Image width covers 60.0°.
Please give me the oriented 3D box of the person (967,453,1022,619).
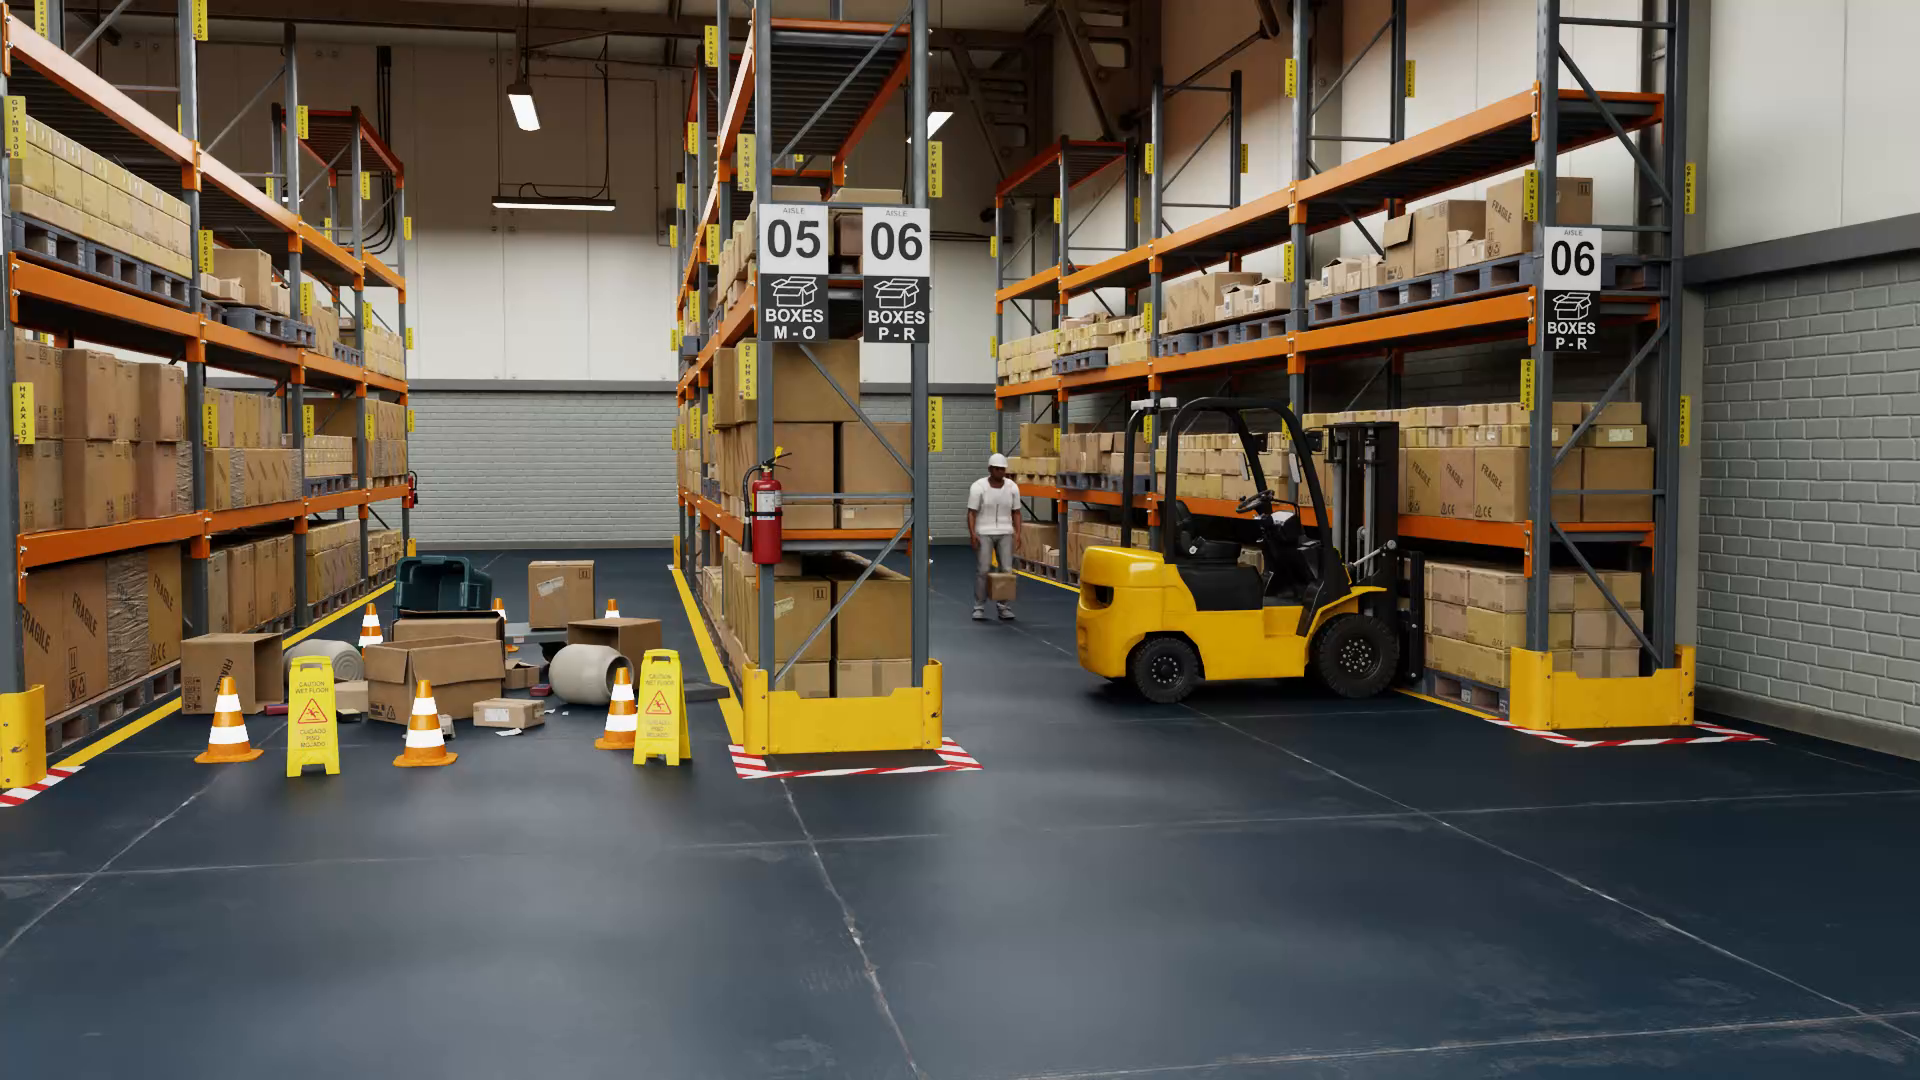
[{"bbox_3d":[0.372,-0.042,17.693,0.598,1.763,0.439,-1,3,-13],"label":"person"}]
